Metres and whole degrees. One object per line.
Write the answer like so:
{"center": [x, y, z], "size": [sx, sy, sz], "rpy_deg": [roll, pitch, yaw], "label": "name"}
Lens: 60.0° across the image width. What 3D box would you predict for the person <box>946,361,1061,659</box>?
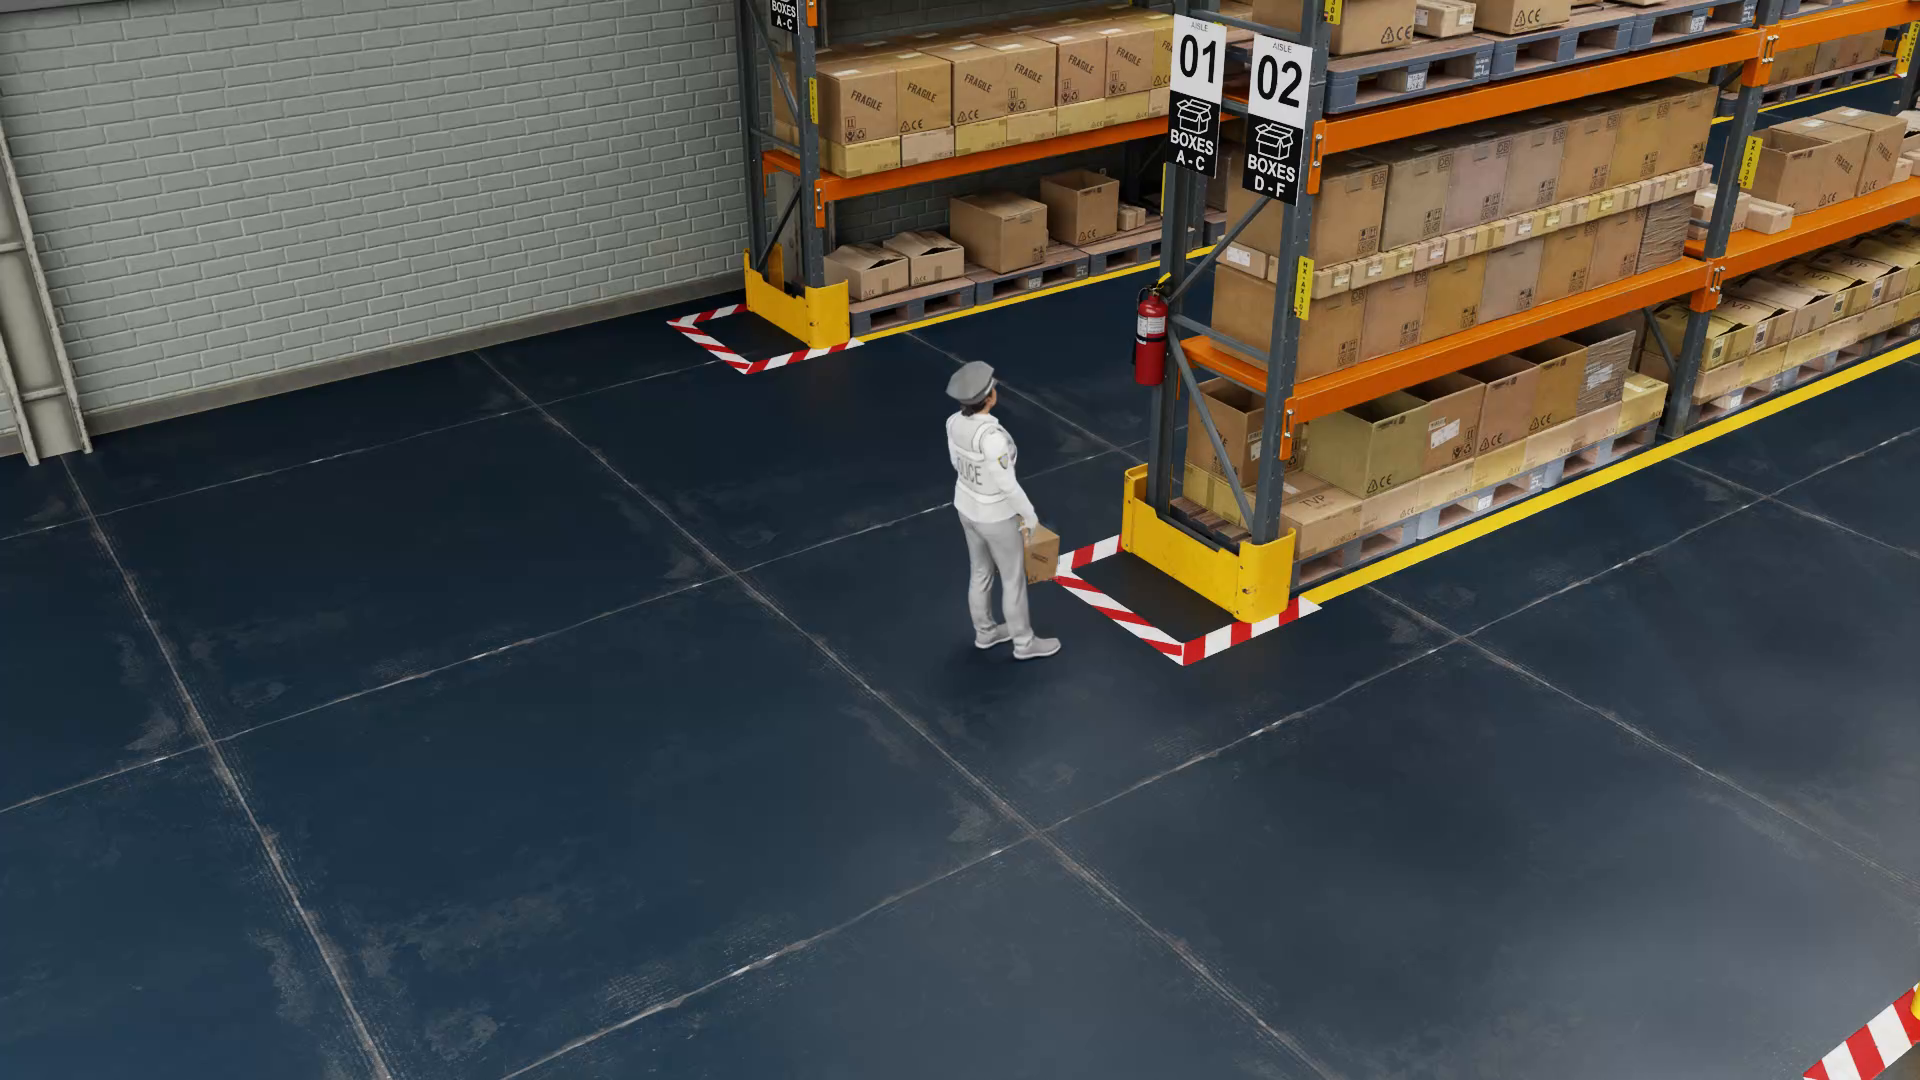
{"center": [0.203, -0.165, 8.871], "size": [0.542, 1.697, 0.558], "rpy_deg": [-19, 34, -30], "label": "person"}
